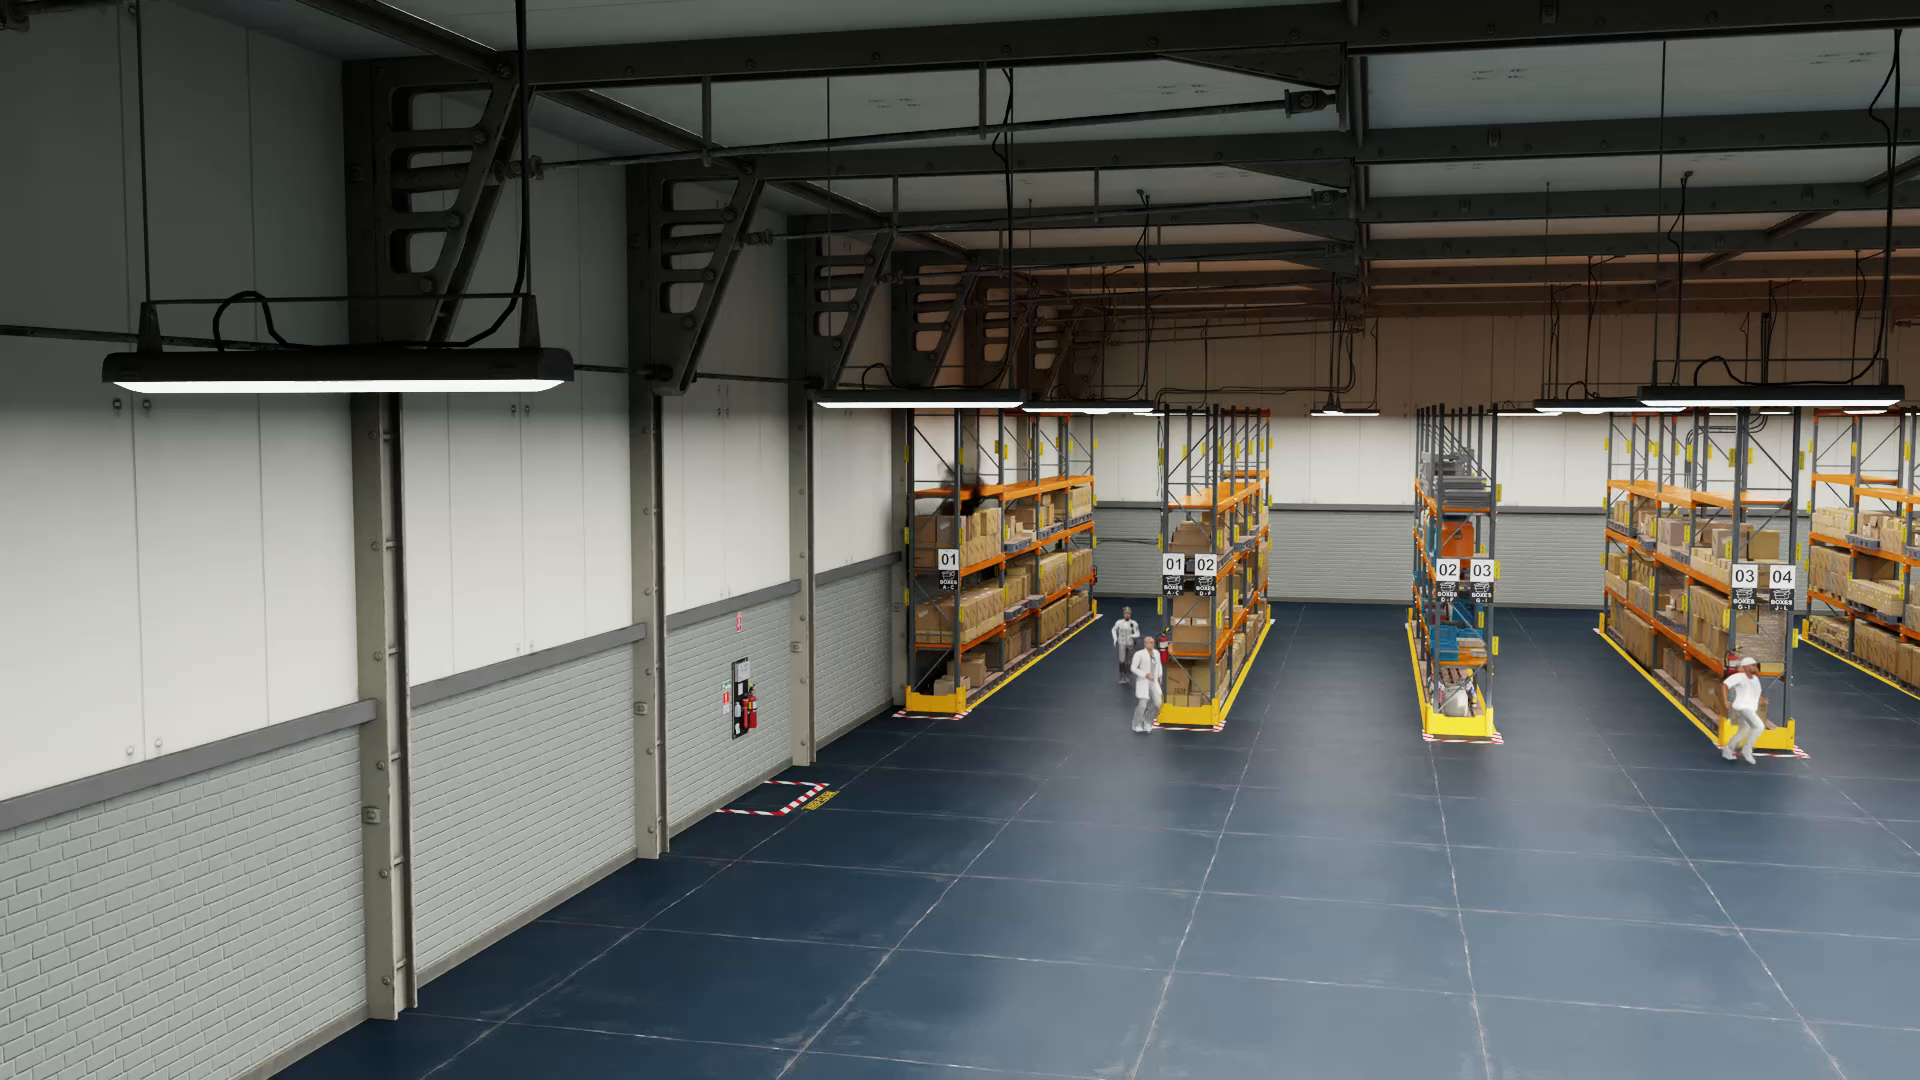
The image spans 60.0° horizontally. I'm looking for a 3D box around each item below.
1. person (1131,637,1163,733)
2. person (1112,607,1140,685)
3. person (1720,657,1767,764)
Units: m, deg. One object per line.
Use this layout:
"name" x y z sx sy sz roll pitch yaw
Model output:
"person" 3.448 2.646 30.276 0.759 1.784 0.643 -2 5 -28
"person" 3.569 2.279 35.734 0.582 1.684 0.666 0 4 2
"person" 13.137 2.823 27.732 0.713 1.717 0.685 -3 5 -37
